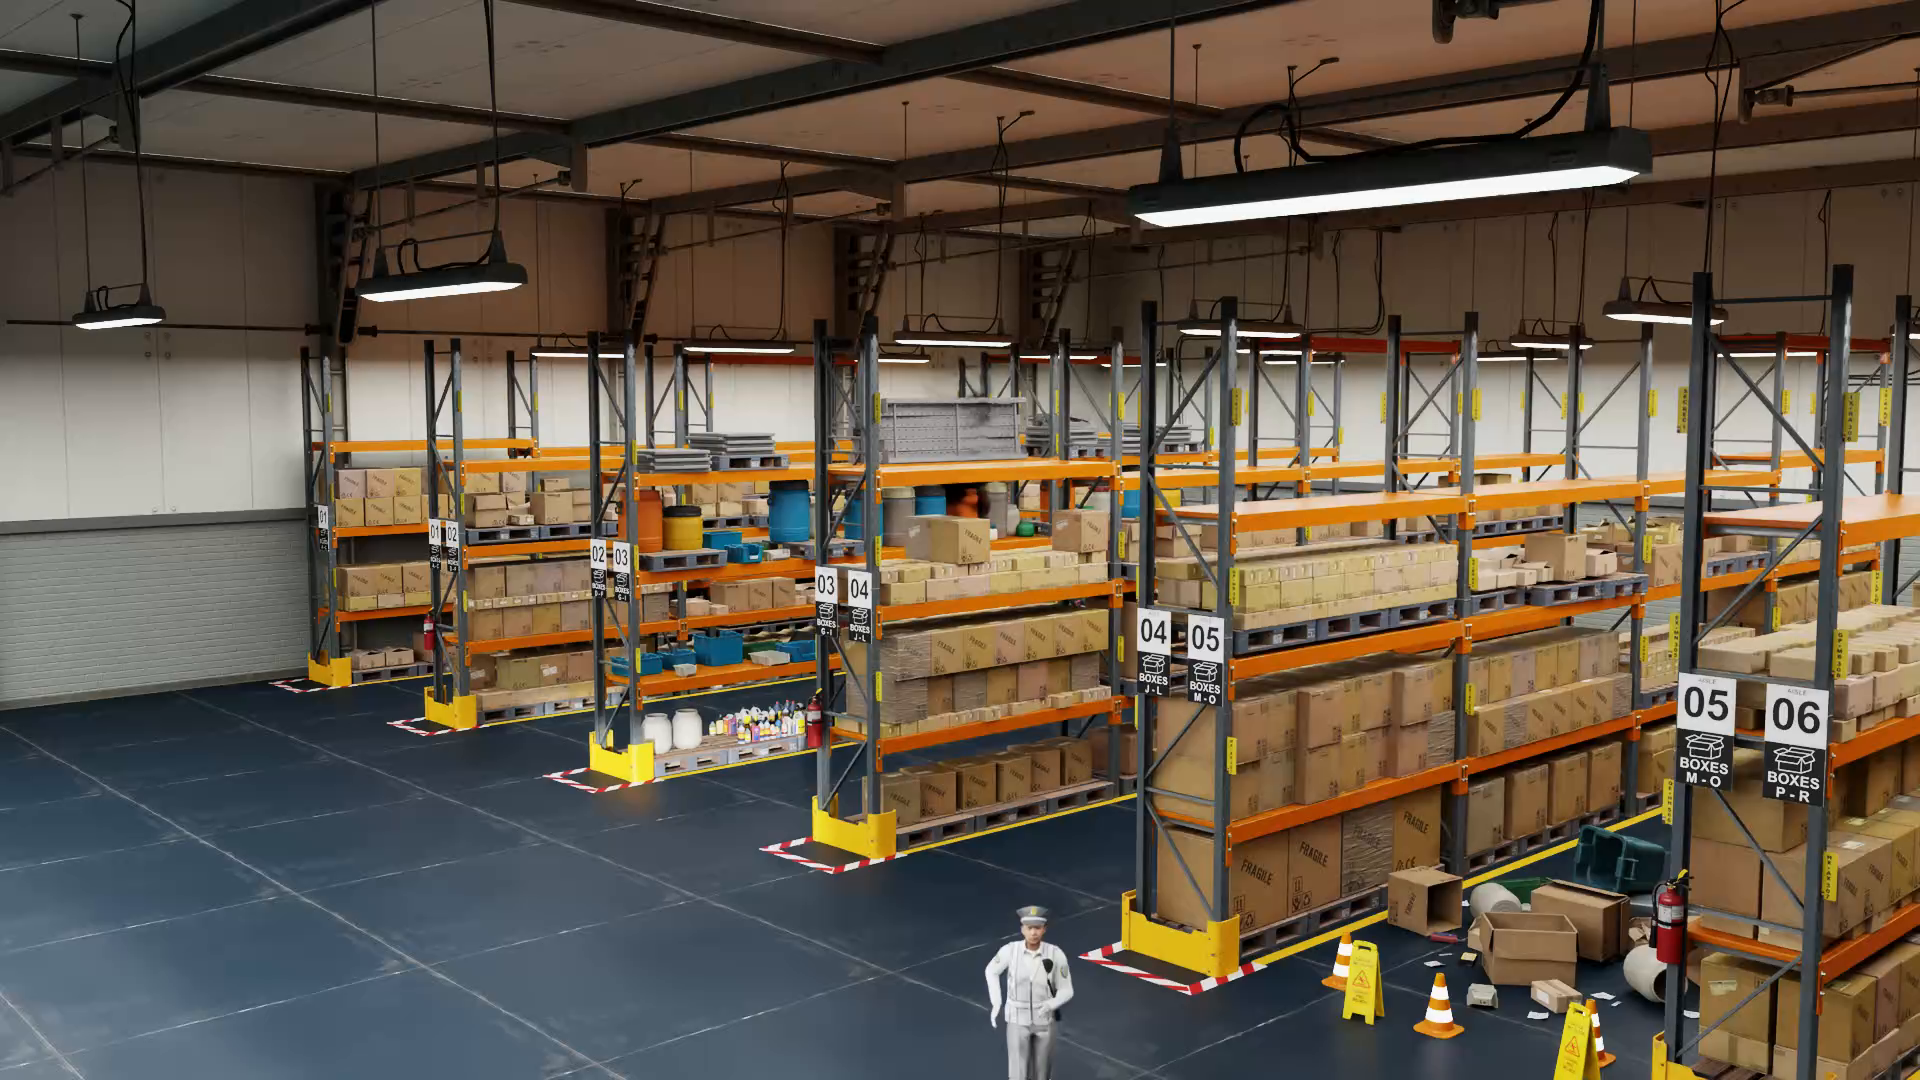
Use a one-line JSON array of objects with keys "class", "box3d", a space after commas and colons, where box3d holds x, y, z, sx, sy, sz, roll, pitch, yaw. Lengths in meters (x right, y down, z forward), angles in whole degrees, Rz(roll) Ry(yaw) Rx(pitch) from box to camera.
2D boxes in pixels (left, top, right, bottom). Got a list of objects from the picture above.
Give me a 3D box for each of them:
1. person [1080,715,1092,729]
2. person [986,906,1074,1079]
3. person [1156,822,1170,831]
[{"class": "person", "box3d": [1.809, 1.897, 24.580, 0.558, 1.786, 0.648, 4, 6, 37]}, {"class": "person", "box3d": [0.483, 3.320, 11.407, 0.596, 1.656, 0.612, 0, 5, -1]}, {"class": "person", "box3d": [2.387, 2.737, 17.999, 0.637, 1.681, 0.588, 4, 6, 37]}]
